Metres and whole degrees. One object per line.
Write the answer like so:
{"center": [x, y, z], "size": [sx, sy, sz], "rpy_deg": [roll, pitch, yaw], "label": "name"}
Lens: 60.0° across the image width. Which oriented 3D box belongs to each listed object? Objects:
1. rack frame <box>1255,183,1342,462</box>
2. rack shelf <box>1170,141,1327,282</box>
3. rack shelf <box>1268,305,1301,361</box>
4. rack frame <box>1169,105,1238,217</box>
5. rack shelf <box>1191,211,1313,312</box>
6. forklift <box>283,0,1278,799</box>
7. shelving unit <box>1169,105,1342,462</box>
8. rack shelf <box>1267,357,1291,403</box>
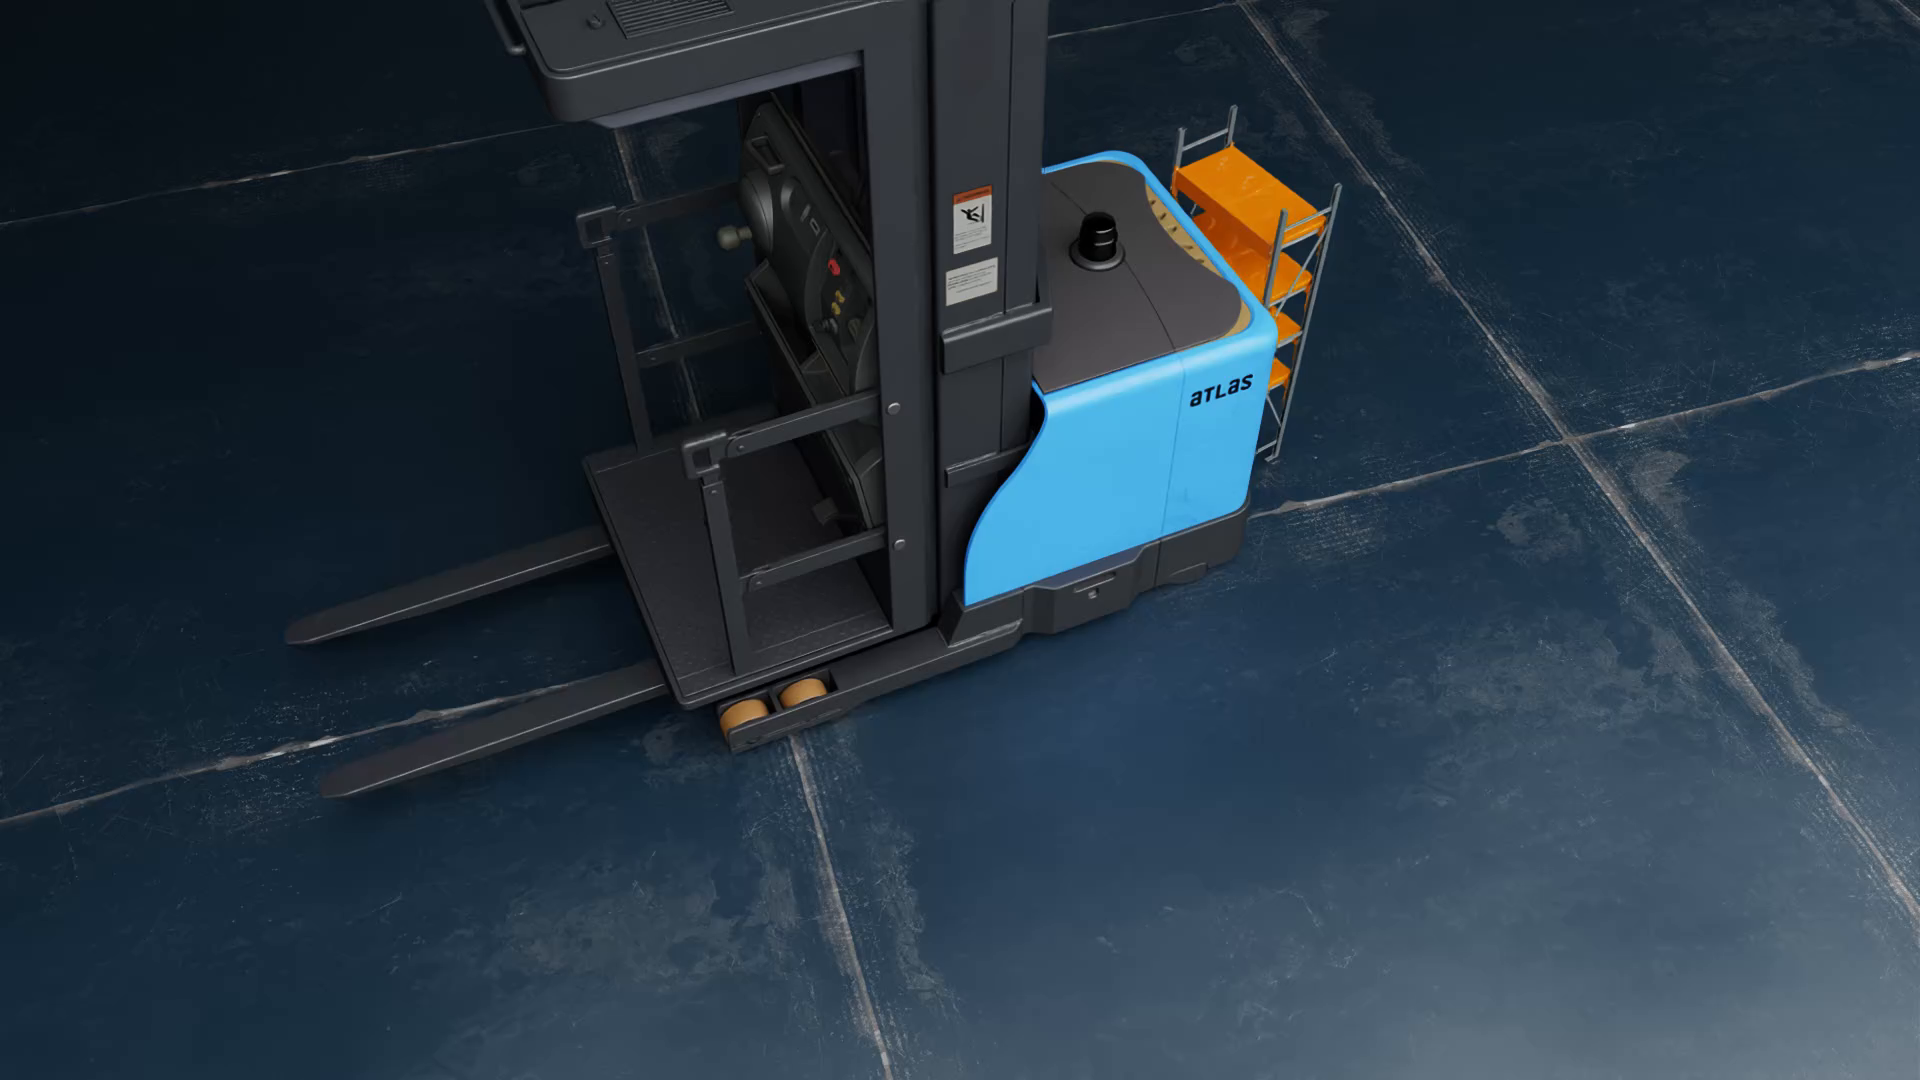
{"center": [1.058, -0.649, 5.508], "size": [0.240, 1.200, 0.015], "rpy_deg": [-27, 55, -23], "label": "rack frame"}
{"center": [0.927, -1.060, 5.340], "size": [0.258, 0.148, 0.480], "rpy_deg": [-27, 55, -23], "label": "rack shelf"}
{"center": [0.918, -0.758, 5.688], "size": [0.258, 0.148, 0.480], "rpy_deg": [-27, 55, -23], "label": "rack shelf"}
{"center": [0.780, -0.956, 5.767], "size": [0.240, 1.200, 0.015], "rpy_deg": [-27, 55, -23], "label": "rack frame"}
{"center": [0.922, -0.905, 5.519], "size": [0.258, 0.148, 0.480], "rpy_deg": [-27, 55, -23], "label": "rack shelf"}
{"center": [-0.606, -0.754, 4.469], "size": [3.031, 2.935, 1.130], "rpy_deg": [-19, 52, -15], "label": "forklift"}
{"center": [0.919, -0.802, 5.637], "size": [0.258, 1.200, 0.503], "rpy_deg": [-27, 55, -23], "label": "shelving unit"}
{"center": [0.914, -0.628, 5.838], "size": [0.258, 0.148, 0.480], "rpy_deg": [-27, 55, -23], "label": "rack shelf"}
